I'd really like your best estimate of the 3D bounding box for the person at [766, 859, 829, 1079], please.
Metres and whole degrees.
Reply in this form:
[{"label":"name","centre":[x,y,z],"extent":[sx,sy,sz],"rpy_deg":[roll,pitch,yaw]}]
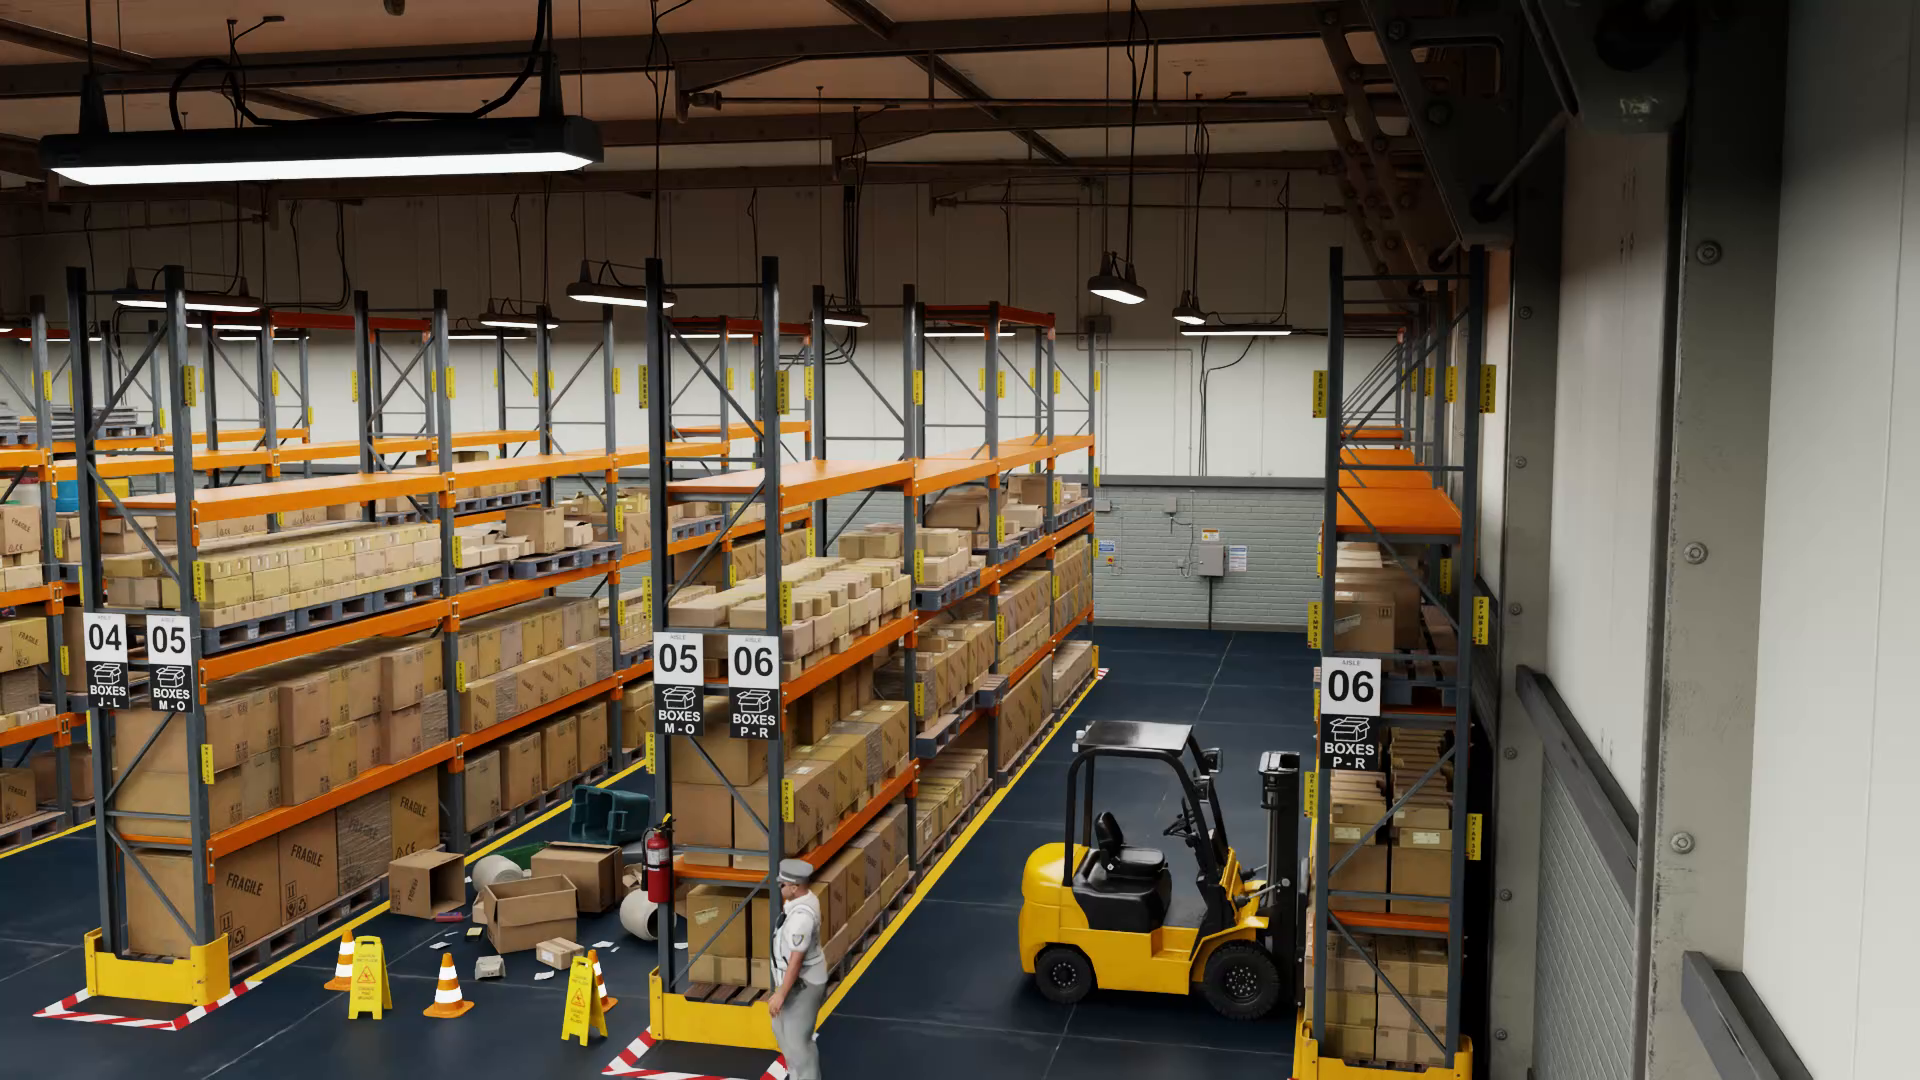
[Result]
[{"label":"person","centre":[-1.132,3.153,11.660],"extent":[0.424,1.855,0.583],"rpy_deg":[0,6,-3]}]
